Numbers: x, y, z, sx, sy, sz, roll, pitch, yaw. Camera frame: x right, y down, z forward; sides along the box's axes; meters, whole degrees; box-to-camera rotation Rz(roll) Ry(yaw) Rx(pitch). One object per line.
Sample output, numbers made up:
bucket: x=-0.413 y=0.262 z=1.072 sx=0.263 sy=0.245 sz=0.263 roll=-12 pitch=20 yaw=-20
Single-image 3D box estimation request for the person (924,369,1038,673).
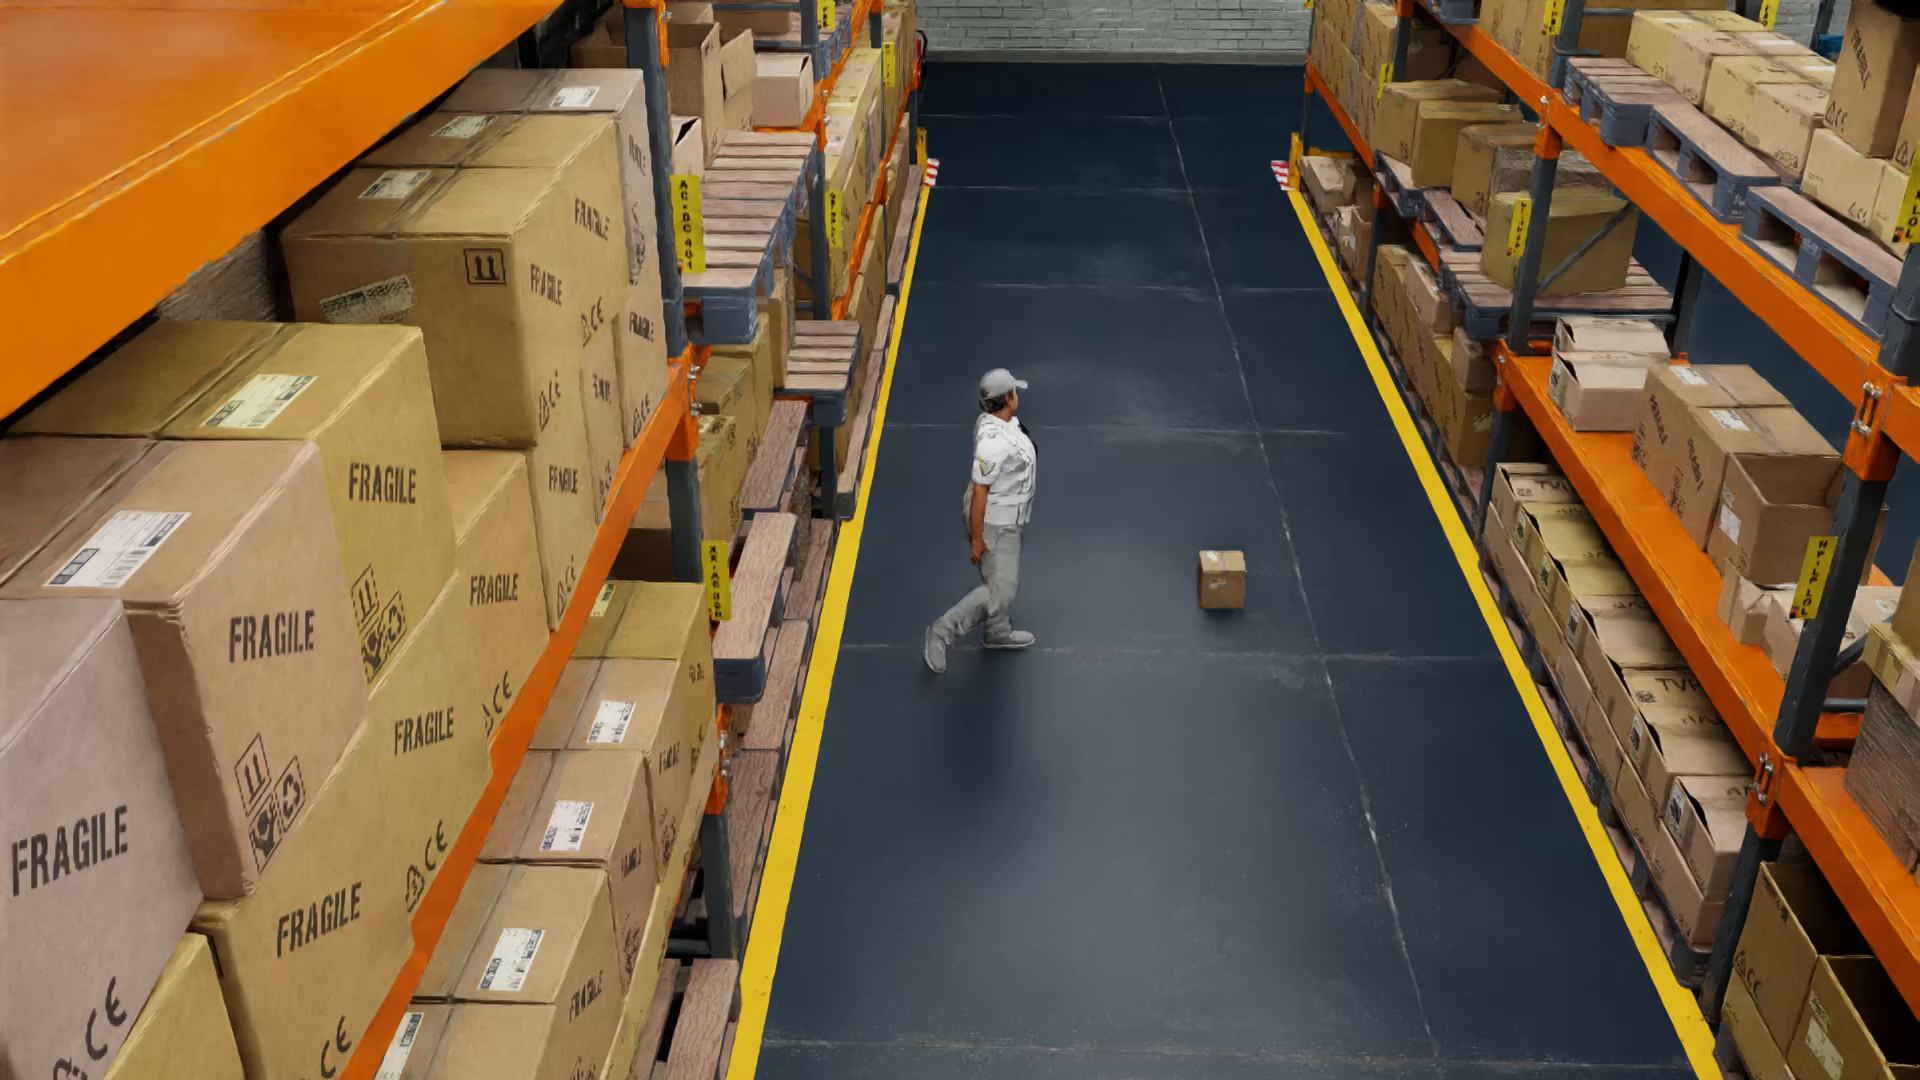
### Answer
person: x=0.113 y=-0.080 z=8.780 sx=0.587 sy=1.659 sz=0.681 roll=2 pitch=28 yaw=4
